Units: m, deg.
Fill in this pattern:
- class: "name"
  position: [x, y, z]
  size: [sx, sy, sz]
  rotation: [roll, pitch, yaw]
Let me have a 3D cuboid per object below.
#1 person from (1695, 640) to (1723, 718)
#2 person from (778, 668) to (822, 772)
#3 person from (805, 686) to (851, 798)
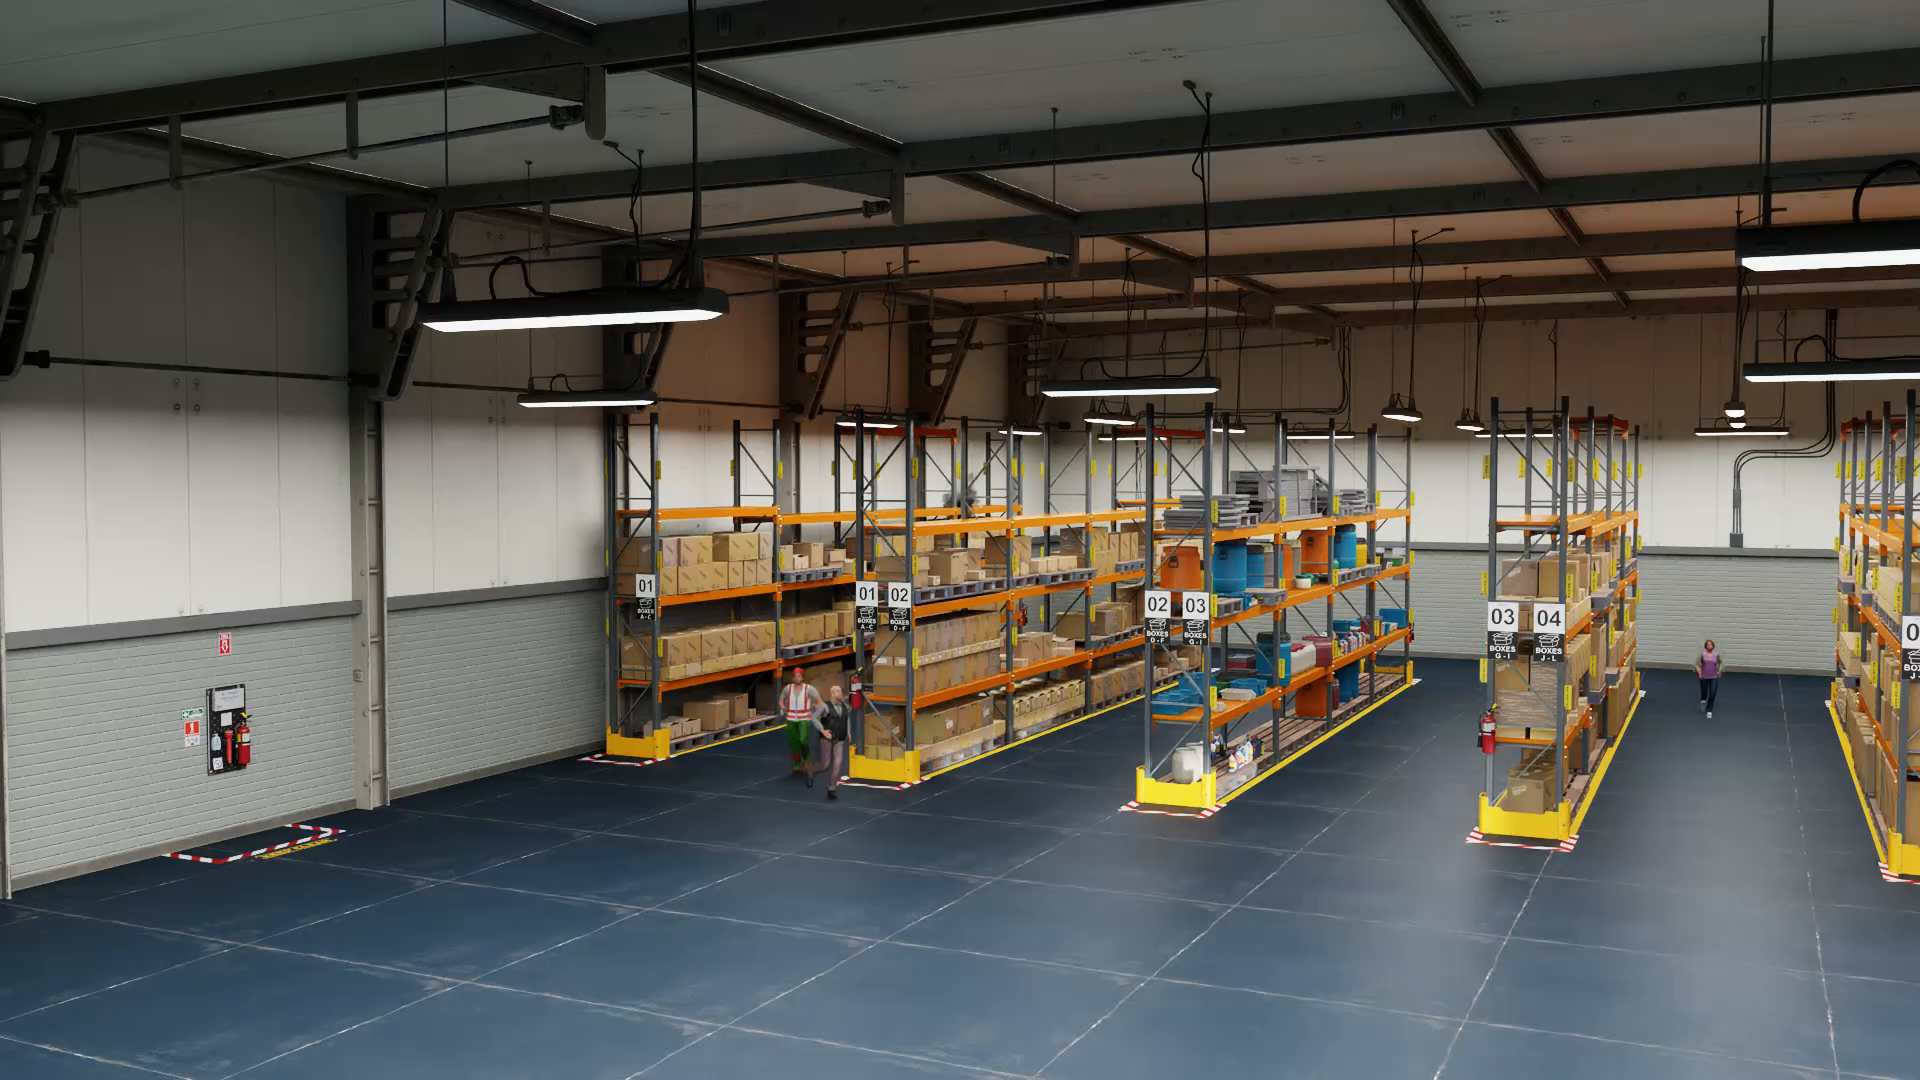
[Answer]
- class: "person"
  position: [15.222, 2.807, 33.795]
  size: [0.546, 1.567, 0.657]
  rotation: [1, 3, 17]
- class: "person"
  position: [-2.667, 2.976, 27.314]
  size: [0.697, 1.755, 0.599]
  rotation: [0, 2, 9]
- class: "person"
  position: [-1.938, 3.086, 25.636]
  size: [0.713, 1.670, 0.836]
  rotation: [-2, 3, -34]
